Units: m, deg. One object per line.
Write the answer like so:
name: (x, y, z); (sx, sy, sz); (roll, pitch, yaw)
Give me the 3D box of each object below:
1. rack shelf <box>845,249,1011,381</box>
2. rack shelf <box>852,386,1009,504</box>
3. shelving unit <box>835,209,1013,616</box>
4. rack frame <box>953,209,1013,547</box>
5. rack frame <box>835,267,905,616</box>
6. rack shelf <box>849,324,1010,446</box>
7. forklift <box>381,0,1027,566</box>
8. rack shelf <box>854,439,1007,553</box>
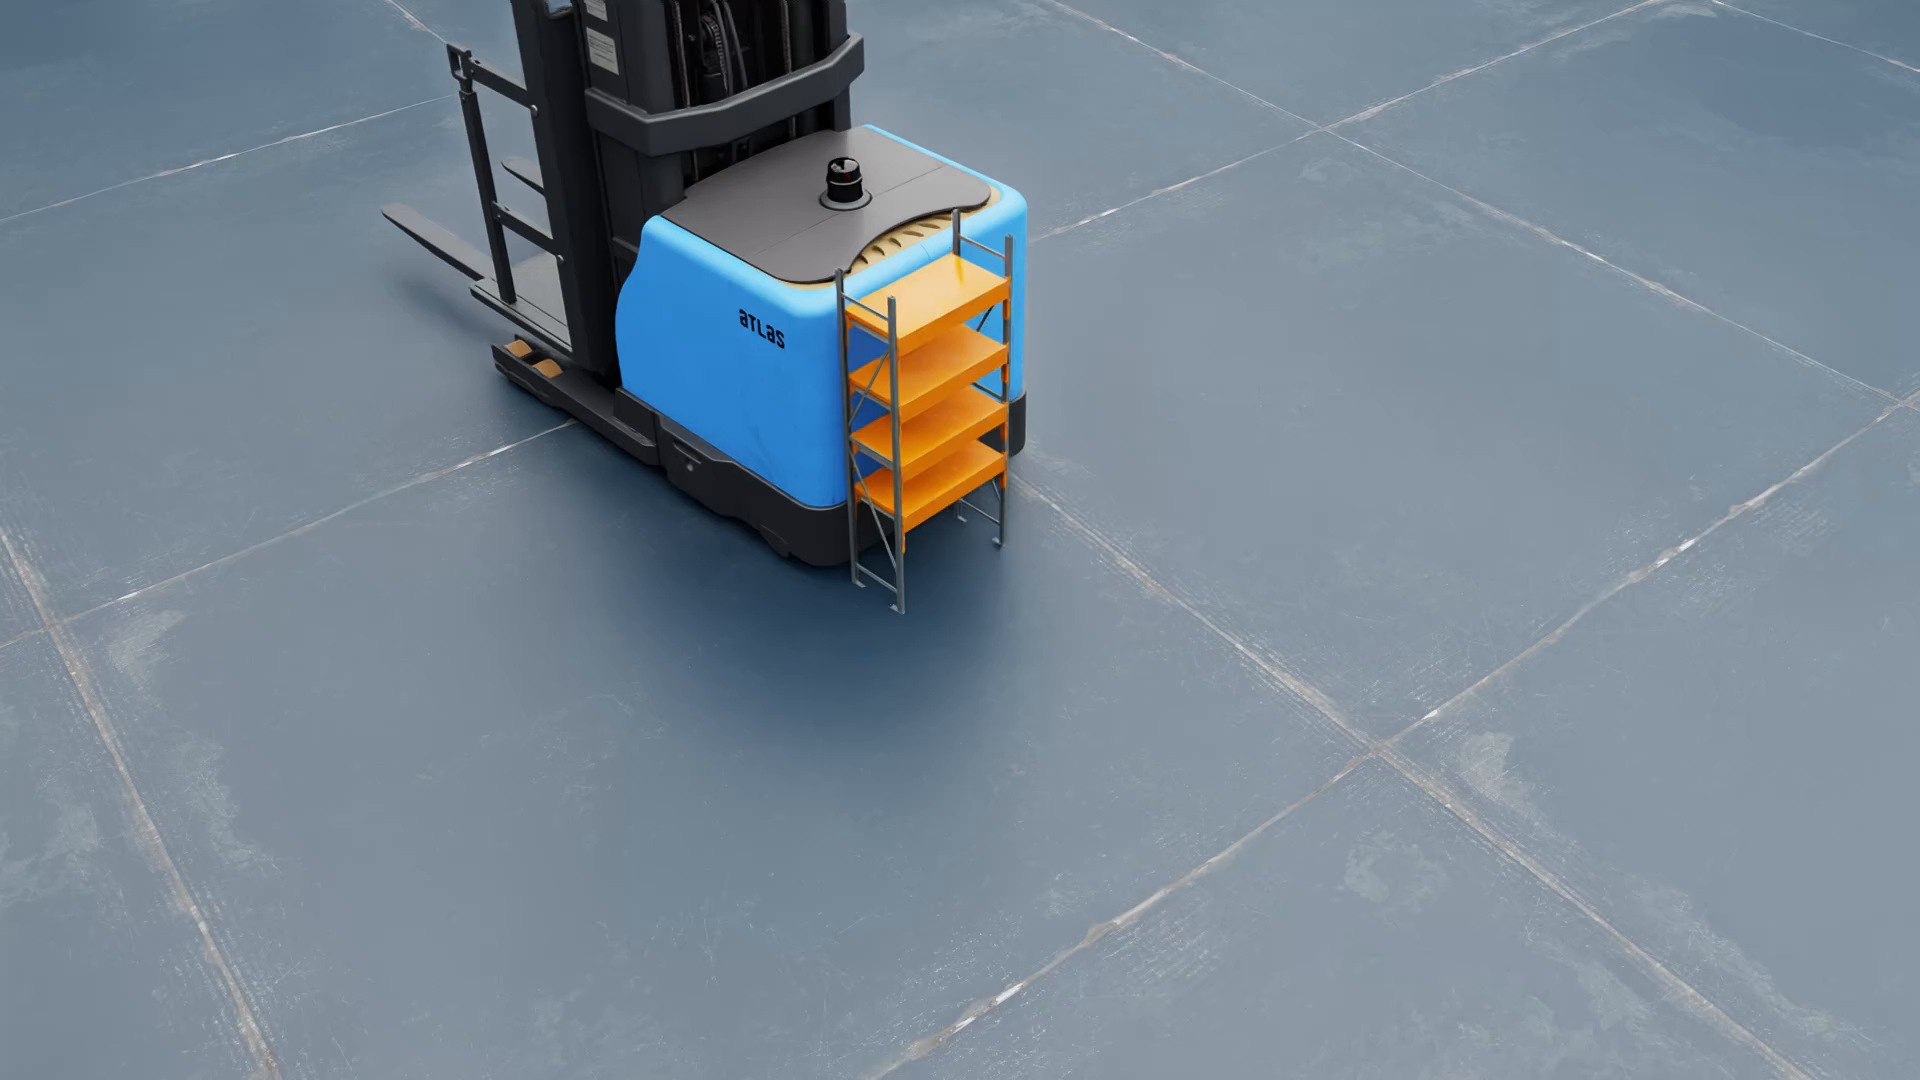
rack shelf: (-0.102, -0.687, 5.022); (0.258, 0.148, 0.480); (32, 49, 33)
rack shelf: (-0.102, -0.331, 5.314); (0.258, 0.148, 0.480); (32, 49, 33)
shelving unit: (-0.102, -0.383, 5.271); (0.258, 1.200, 0.503); (32, 49, 33)
rack frame: (0.068, -0.494, 5.406); (0.240, 1.200, 0.015); (32, 49, 33)
rack frame: (-0.272, -0.272, 5.136); (0.240, 1.200, 0.015); (32, 49, 33)
rack shelf: (-0.102, -0.504, 5.172); (0.258, 0.148, 0.480); (32, 49, 33)
forklift: (-1.170, -1.869, 5.717); (3.031, 2.935, 1.130); (32, 49, 33)
rack shelf: (-0.102, -0.178, 5.440); (0.258, 0.148, 0.480); (32, 49, 33)
